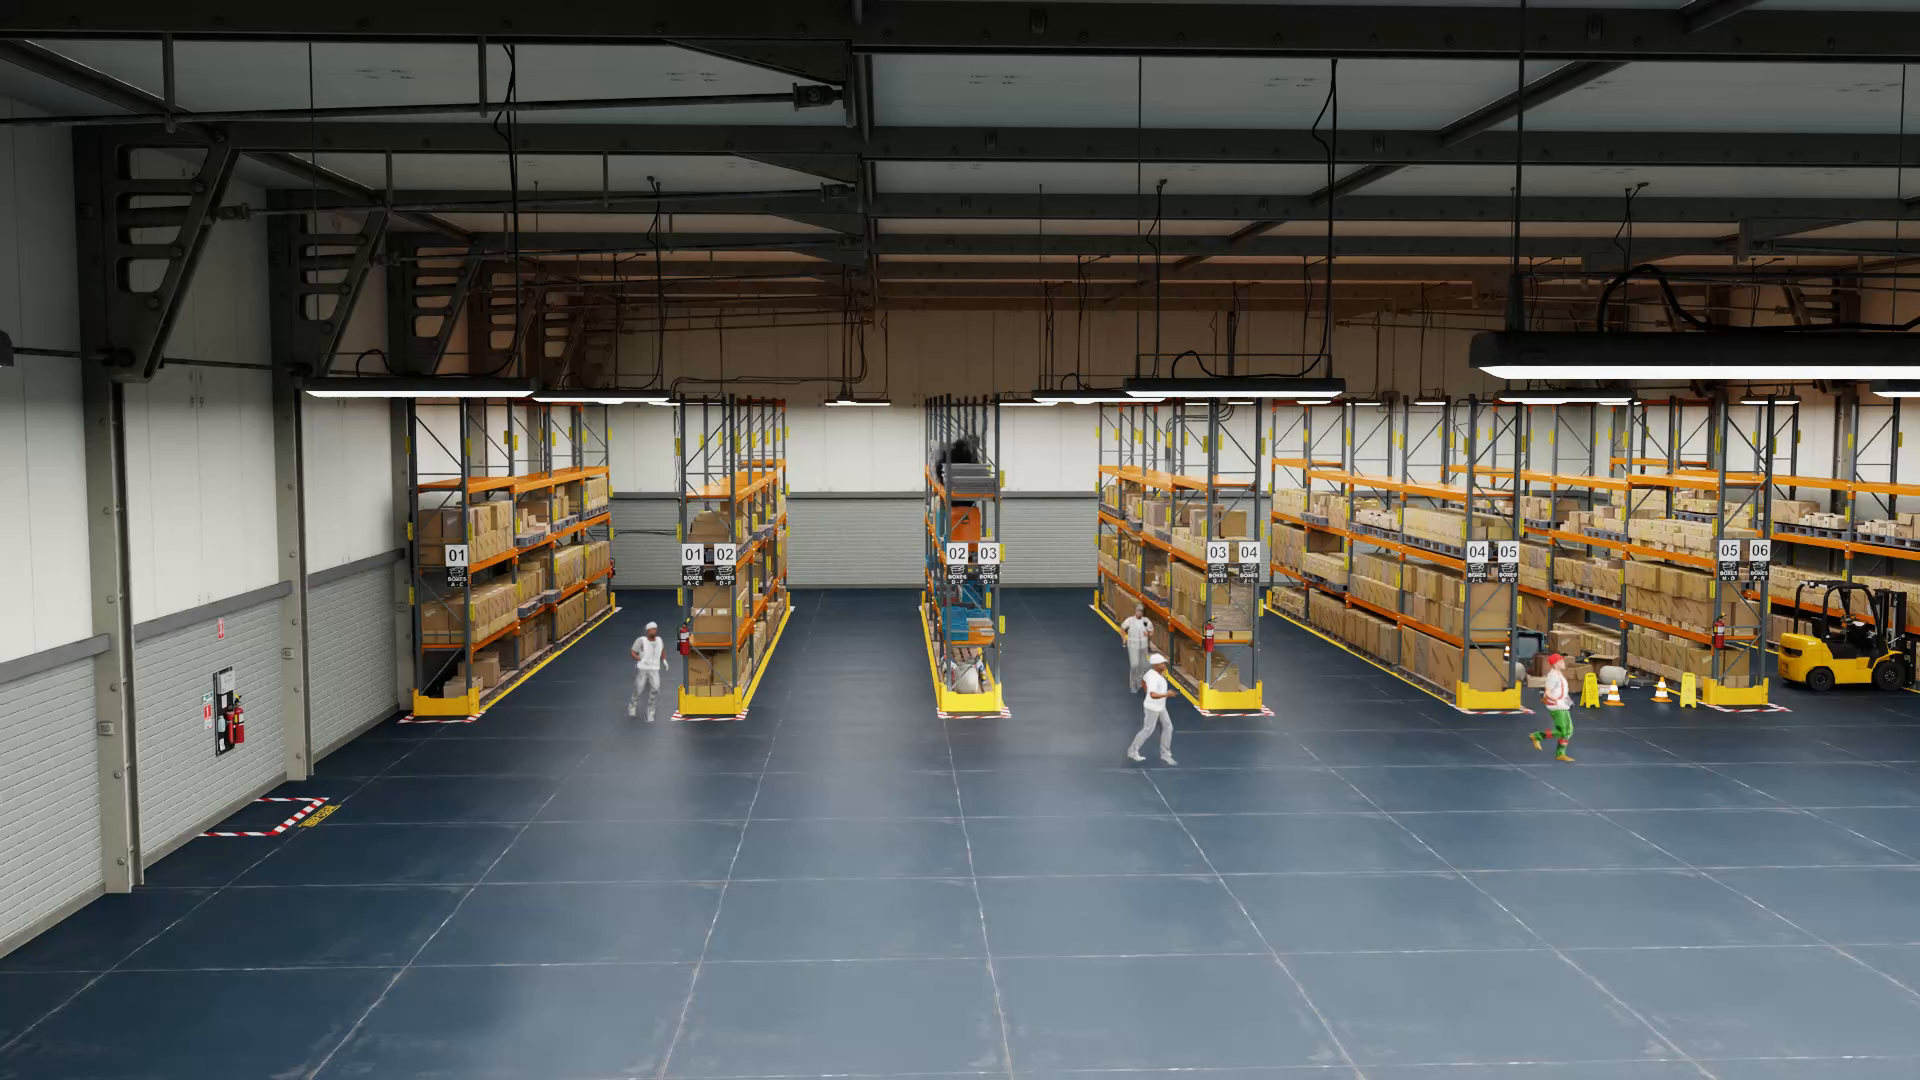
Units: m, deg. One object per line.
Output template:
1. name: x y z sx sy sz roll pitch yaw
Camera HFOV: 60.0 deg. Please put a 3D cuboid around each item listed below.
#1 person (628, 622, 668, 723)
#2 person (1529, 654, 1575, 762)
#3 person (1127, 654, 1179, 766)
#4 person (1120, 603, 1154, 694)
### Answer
1. person: -5.717 2.418 30.648 0.749 1.818 0.737 -3 5 -34
2. person: 9.667 2.717 27.067 0.704 1.749 0.656 3 5 30
3. person: 3.121 2.731 26.699 0.841 1.815 0.635 2 5 21
4. person: 3.600 2.195 33.602 0.631 1.850 0.768 -1 5 -9
